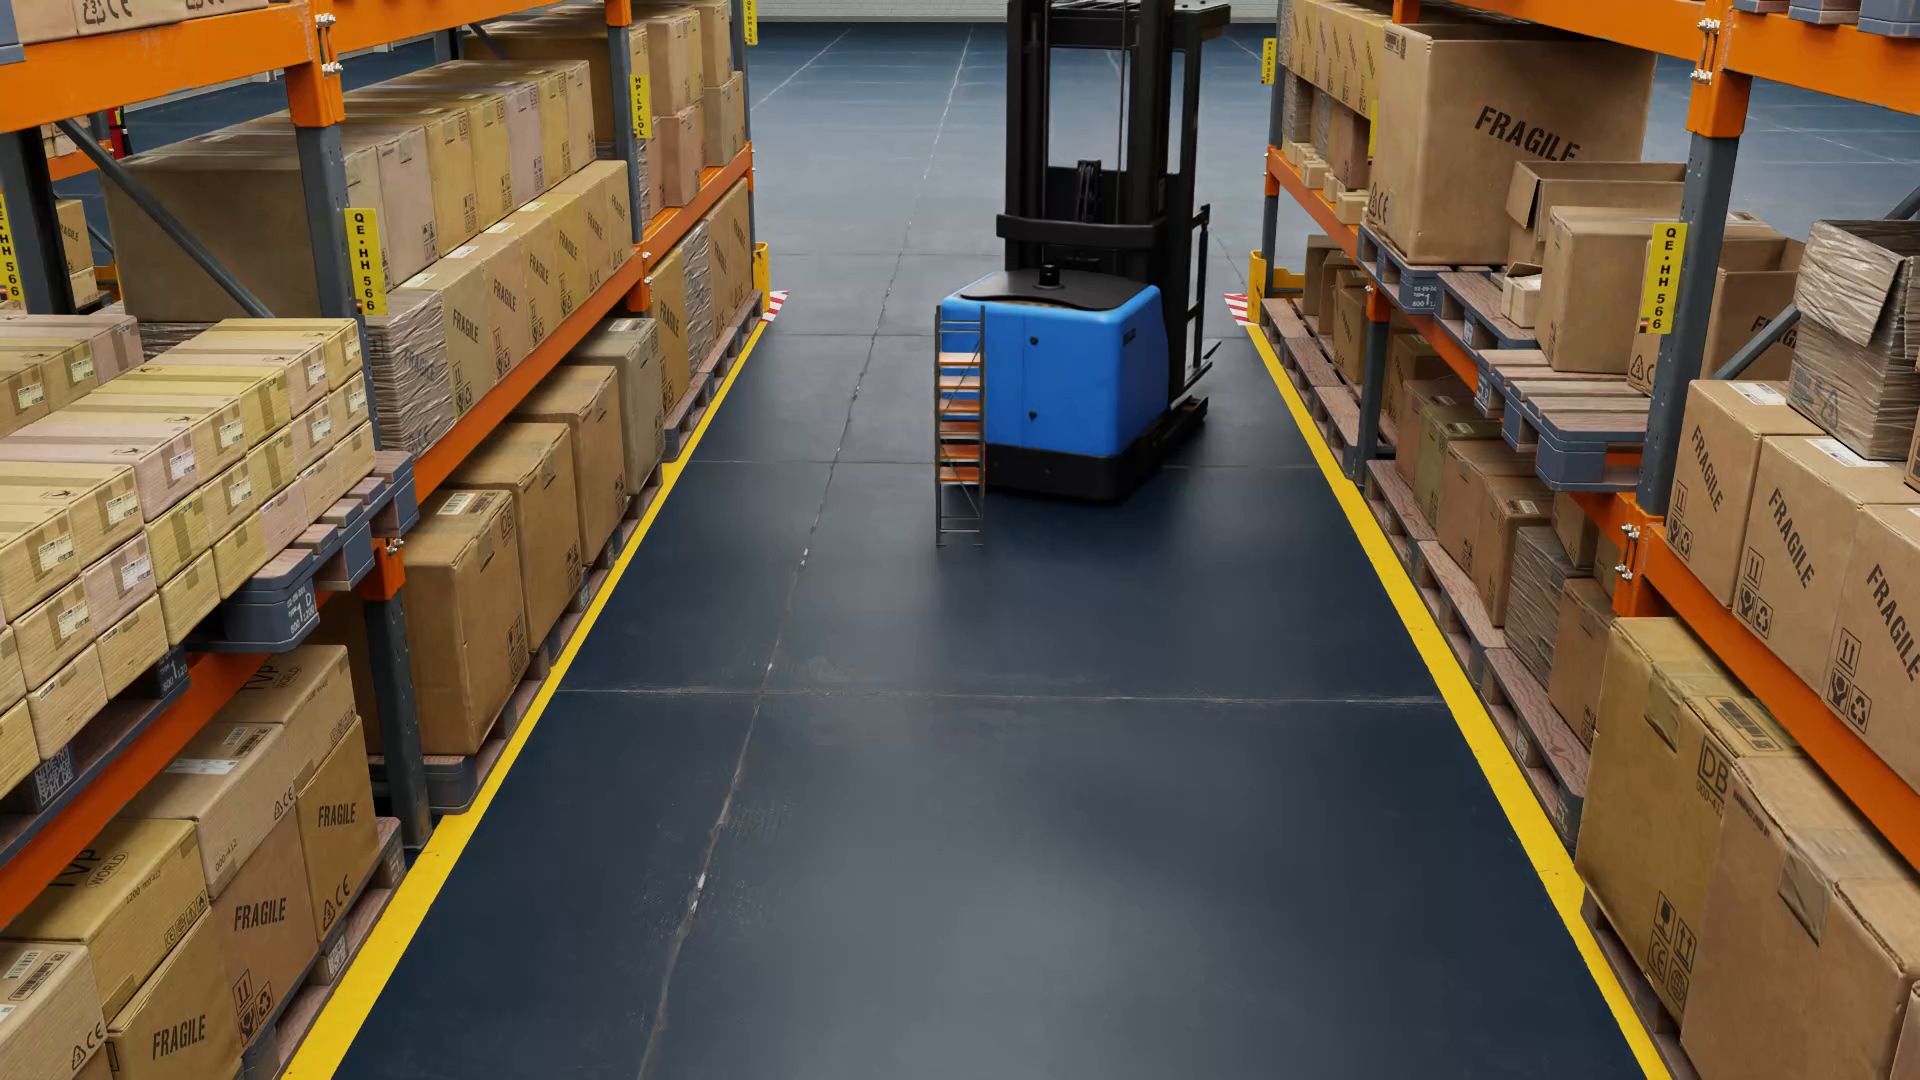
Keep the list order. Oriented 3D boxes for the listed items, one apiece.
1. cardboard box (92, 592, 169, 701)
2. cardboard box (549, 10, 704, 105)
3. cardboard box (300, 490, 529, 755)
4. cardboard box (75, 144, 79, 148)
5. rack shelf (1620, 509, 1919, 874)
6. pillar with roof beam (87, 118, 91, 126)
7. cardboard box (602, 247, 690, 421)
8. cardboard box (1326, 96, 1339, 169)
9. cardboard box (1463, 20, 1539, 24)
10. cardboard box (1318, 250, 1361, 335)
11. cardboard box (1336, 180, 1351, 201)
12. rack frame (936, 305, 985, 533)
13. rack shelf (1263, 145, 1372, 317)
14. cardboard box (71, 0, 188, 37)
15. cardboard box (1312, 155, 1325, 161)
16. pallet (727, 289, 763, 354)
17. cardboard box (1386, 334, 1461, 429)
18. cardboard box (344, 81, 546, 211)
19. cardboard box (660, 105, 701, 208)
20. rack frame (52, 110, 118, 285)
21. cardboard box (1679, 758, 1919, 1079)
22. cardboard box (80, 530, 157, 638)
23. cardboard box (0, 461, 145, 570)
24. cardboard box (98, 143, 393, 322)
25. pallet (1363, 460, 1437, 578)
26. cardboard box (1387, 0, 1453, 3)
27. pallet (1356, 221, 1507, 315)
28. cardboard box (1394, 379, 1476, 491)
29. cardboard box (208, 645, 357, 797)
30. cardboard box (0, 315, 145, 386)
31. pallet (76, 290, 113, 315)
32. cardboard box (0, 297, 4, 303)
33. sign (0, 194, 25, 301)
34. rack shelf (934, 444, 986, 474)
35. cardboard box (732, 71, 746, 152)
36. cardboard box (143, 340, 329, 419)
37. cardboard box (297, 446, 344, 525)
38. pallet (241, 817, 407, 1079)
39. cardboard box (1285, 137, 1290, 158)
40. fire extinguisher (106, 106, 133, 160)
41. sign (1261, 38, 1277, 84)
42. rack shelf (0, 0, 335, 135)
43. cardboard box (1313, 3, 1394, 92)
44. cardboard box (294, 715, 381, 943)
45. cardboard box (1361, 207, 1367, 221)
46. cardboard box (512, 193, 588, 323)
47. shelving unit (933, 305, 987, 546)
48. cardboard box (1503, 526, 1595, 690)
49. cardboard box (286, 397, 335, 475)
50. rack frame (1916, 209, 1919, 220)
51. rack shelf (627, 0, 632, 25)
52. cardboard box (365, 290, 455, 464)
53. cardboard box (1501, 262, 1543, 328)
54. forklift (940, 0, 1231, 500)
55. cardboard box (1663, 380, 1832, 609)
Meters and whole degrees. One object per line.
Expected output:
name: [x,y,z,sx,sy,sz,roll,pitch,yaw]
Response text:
cardboard box: [-1.957,0.221,3.578,0.380,0.149,0.250,1,21,3]
cardboard box: [-2.128,-3.085,10.634,0.875,0.550,0.500,1,21,2]
cardboard box: [-2.249,0.287,6.172,1.050,0.750,0.750,0,21,1]
cardboard box: [-6.863,-3.003,12.468,0.380,0.149,0.250,1,21,3]
rack shelf: [2.536,0.803,3.308,1.077,0.370,4.000,1,21,2]
pillar with roof beam: [-8.281,-10.157,22.267,9.100,9.000,0.400,1,21,2]
cardboard box: [-2.147,-1.225,9.896,0.875,0.875,0.875,1,21,2]
cardboard box: [2.816,-2.592,10.513,0.875,0.500,0.500,1,21,2]
cardboard box: [2.986,-2.514,8.929,0.500,0.500,0.500,1,21,2]
cardboard box: [2.821,-1.737,11.733,0.500,0.500,0.500,6,22,16]
cardboard box: [2.519,-2.117,10.187,0.380,0.149,0.250,1,21,2]
rack frame: [0.003,-0.598,8.411,0.240,1.200,0.006,1,21,2]
rack shelf: [2.779,-2.090,10.763,1.077,0.370,4.000,1,21,2]
cardboard box: [-2.123,-1.402,3.710,0.500,0.500,0.500,1,21,2]
cardboard box: [2.562,-2.479,11.118,0.380,0.149,0.250,1,21,2]
pallet: [-2.060,-1.650,12.489,1.003,0.211,1.213,1,21,2]
cardboard box: [2.771,-0.877,9.517,0.500,0.500,0.500,0,21,0]
cardboard box: [-2.275,-1.758,7.392,0.700,0.500,0.500,1,21,2]
cardboard box: [-2.109,-2.390,10.334,0.875,0.550,0.550,1,21,2]
rack frame: [-7.065,-3.257,12.778,1.000,3.000,0.127,1,21,2]
cardboard box: [2.520,1.110,3.877,1.225,0.875,0.875,1,21,2]
cardboard box: [-1.955,0.086,3.517,0.380,0.149,0.250,1,21,3]
cardboard box: [-1.956,-0.053,3.464,0.380,0.149,0.250,2,21,4]
cardboard box: [-2.334,-1.022,5.496,0.700,0.500,0.500,1,21,1]
pallet: [2.696,-0.121,8.548,1.003,0.211,1.213,1,21,2]
cardboard box: [3.043,-3.237,10.792,0.500,0.500,0.500,1,21,2]
pallet: [2.550,-1.338,8.096,1.003,0.211,1.213,1,21,2]
cardboard box: [2.678,-0.520,8.570,0.700,0.500,0.500,-1,21,-3]
cardboard box: [-2.116,0.523,4.872,0.500,0.250,0.500,0,21,0]
cardboard box: [-2.565,-0.536,4.709,0.380,0.149,0.250,1,21,2]
pallet: [-7.127,-1.637,12.455,1.003,0.211,1.213,1,21,2]
cardboard box: [-6.864,-1.857,11.353,0.500,0.500,0.500,0,21,0]
sign: [-2.912,-0.892,5.080,0.100,0.325,0.005,1,21,2]
rack shelf: [0.000,-0.411,8.385,0.258,0.103,0.180,1,21,2]
cardboard box: [-2.080,-3.175,12.357,0.875,0.550,0.550,1,21,2]
cardboard box: [-1.924,-0.430,4.435,0.380,0.149,0.250,0,21,1]
cardboard box: [-1.923,-0.153,4.542,0.380,0.149,0.250,1,21,1]
pallet: [-2.383,1.236,5.053,1.003,0.211,1.213,1,21,2]
cardboard box: [2.567,-2.841,12.051,0.380,0.149,0.250,1,21,2]
fire extinguisher: [-6.601,-3.258,12.885,0.296,0.674,0.183,1,21,2]
sign: [2.298,-3.558,12.355,0.100,0.325,0.005,1,21,2]
rack shelf: [-2.418,-0.687,3.000,1.077,0.370,4.000,1,21,2]
cardboard box: [2.506,-3.062,10.341,0.500,0.500,0.500,1,21,2]
cardboard box: [-2.116,0.863,5.032,0.500,0.500,0.500,1,21,1]
cardboard box: [2.448,-1.756,9.256,0.380,0.149,0.250,1,21,2]
cardboard box: [-2.015,-1.283,7.550,0.500,0.500,0.500,1,21,2]
shelving unit: [0.000,-0.565,8.325,0.258,1.200,0.189,1,21,2]
cardboard box: [2.601,0.261,6.557,0.700,0.500,0.500,-1,21,-3]
cardboard box: [-1.924,-0.284,4.470,0.380,0.149,0.250,1,21,4]
rack frame: [7.791,-3.094,12.356,1.000,3.000,0.127,1,21,2]
rack shelf: [-2.175,-3.579,10.455,1.077,0.370,4.000,1,21,2]
cardboard box: [-2.074,-0.553,5.669,0.500,0.500,0.500,1,21,2]
cardboard box: [2.378,-0.995,6.552,0.396,0.266,0.258,0,21,0]
forklift: [0.909,-2.080,9.839,1.130,2.935,3.031,8,23,21]
cardboard box: [2.310,-0.130,4.578,0.500,0.500,0.500,1,21,3]
